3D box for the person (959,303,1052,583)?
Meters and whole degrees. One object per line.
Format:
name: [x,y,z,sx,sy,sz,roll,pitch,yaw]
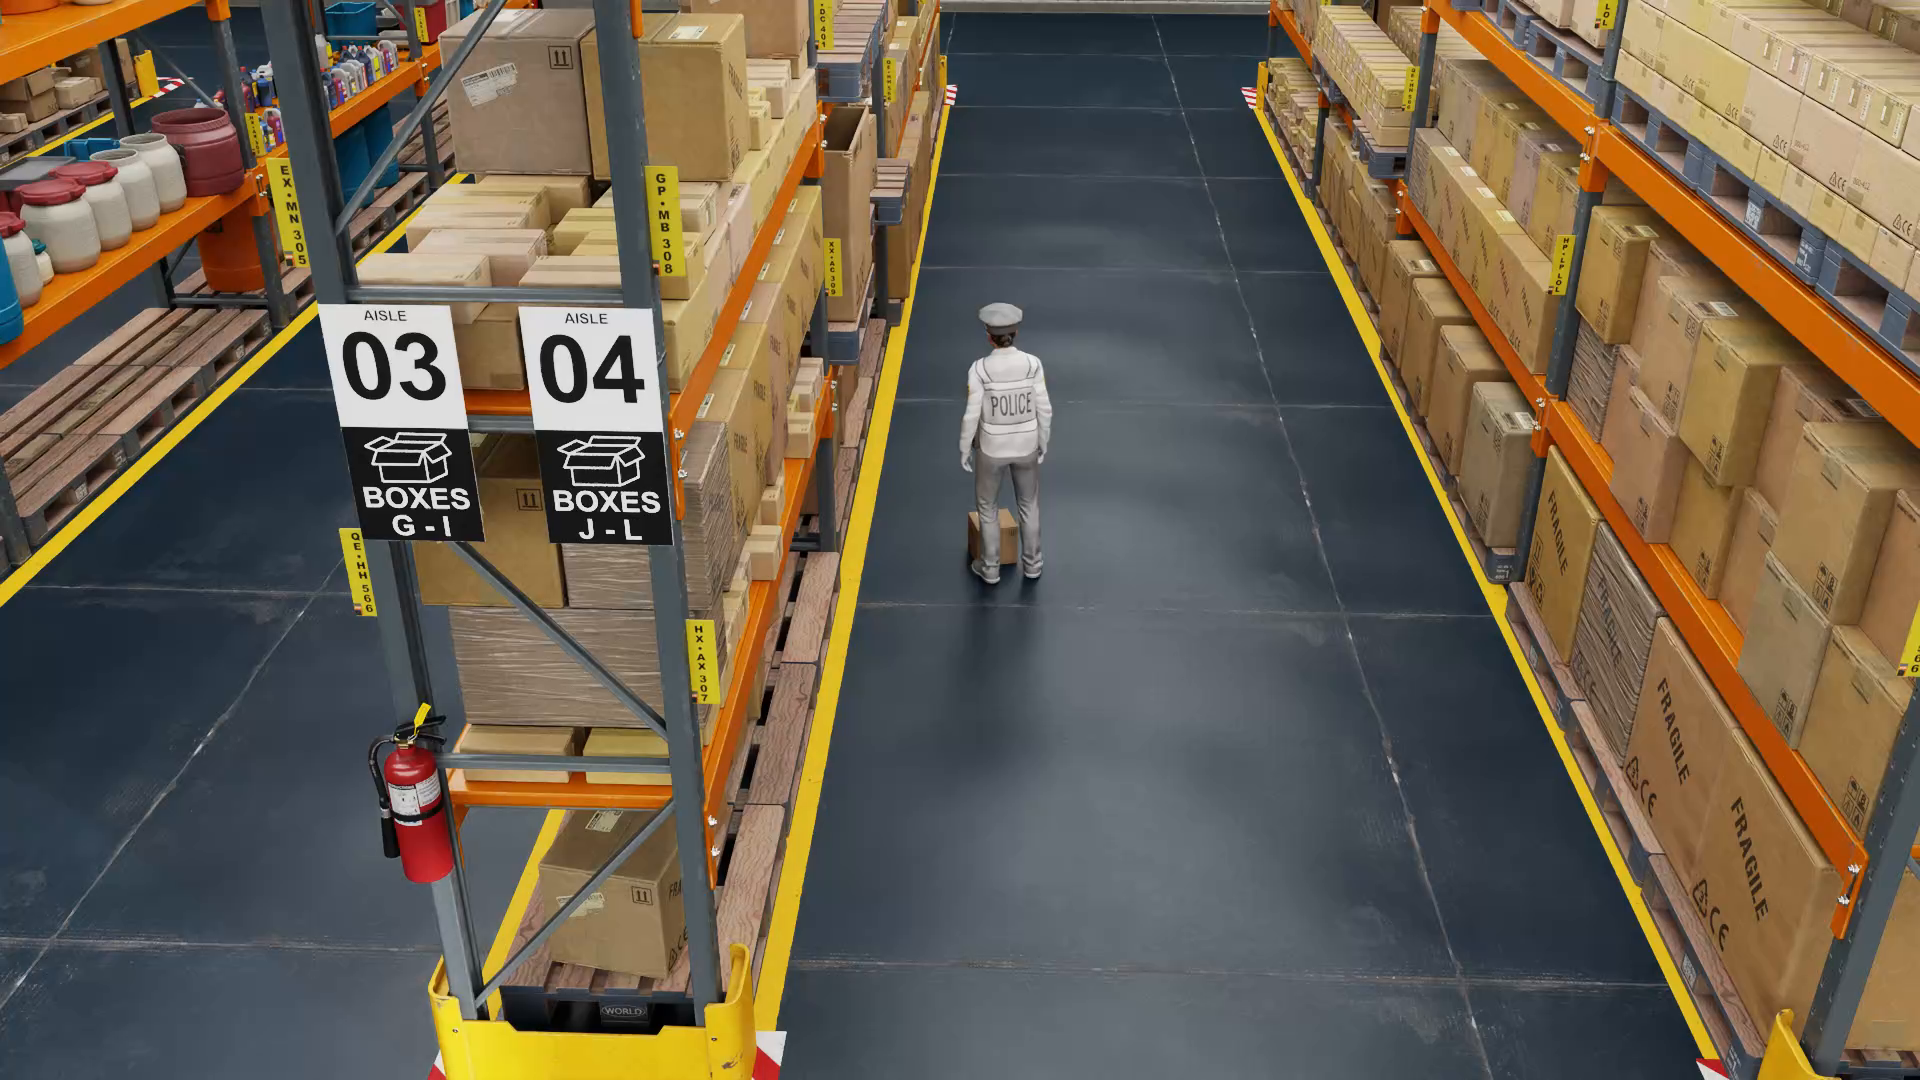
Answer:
person: [0.260,-0.528,9.608,0.538,1.662,0.378,-6,29,-11]
